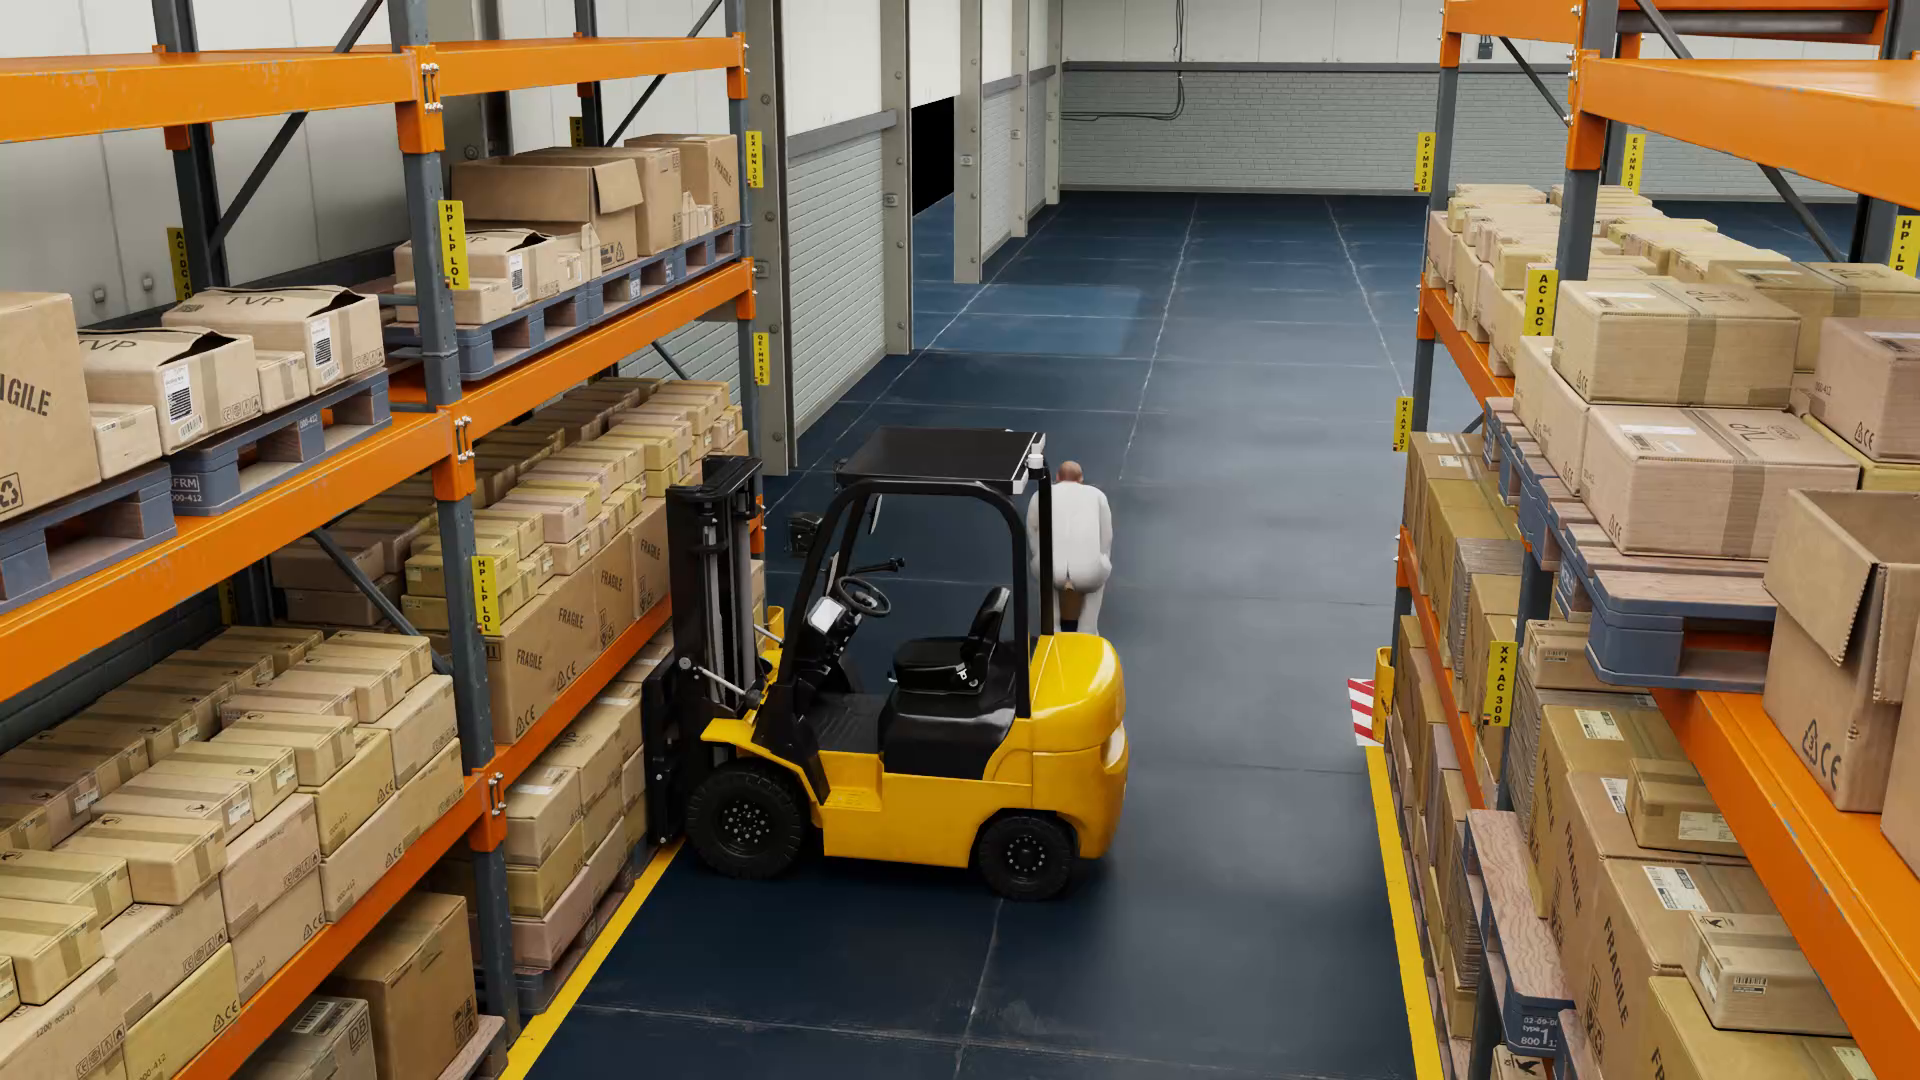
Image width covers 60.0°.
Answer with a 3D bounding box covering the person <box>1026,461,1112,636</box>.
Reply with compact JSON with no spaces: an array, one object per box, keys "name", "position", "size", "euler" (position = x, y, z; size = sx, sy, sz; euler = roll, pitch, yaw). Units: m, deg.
[{"name":"person","position":[0.758,0.114,11.669],"size":[0.628,1.204,0.817],"euler":[3,18,9]}]
